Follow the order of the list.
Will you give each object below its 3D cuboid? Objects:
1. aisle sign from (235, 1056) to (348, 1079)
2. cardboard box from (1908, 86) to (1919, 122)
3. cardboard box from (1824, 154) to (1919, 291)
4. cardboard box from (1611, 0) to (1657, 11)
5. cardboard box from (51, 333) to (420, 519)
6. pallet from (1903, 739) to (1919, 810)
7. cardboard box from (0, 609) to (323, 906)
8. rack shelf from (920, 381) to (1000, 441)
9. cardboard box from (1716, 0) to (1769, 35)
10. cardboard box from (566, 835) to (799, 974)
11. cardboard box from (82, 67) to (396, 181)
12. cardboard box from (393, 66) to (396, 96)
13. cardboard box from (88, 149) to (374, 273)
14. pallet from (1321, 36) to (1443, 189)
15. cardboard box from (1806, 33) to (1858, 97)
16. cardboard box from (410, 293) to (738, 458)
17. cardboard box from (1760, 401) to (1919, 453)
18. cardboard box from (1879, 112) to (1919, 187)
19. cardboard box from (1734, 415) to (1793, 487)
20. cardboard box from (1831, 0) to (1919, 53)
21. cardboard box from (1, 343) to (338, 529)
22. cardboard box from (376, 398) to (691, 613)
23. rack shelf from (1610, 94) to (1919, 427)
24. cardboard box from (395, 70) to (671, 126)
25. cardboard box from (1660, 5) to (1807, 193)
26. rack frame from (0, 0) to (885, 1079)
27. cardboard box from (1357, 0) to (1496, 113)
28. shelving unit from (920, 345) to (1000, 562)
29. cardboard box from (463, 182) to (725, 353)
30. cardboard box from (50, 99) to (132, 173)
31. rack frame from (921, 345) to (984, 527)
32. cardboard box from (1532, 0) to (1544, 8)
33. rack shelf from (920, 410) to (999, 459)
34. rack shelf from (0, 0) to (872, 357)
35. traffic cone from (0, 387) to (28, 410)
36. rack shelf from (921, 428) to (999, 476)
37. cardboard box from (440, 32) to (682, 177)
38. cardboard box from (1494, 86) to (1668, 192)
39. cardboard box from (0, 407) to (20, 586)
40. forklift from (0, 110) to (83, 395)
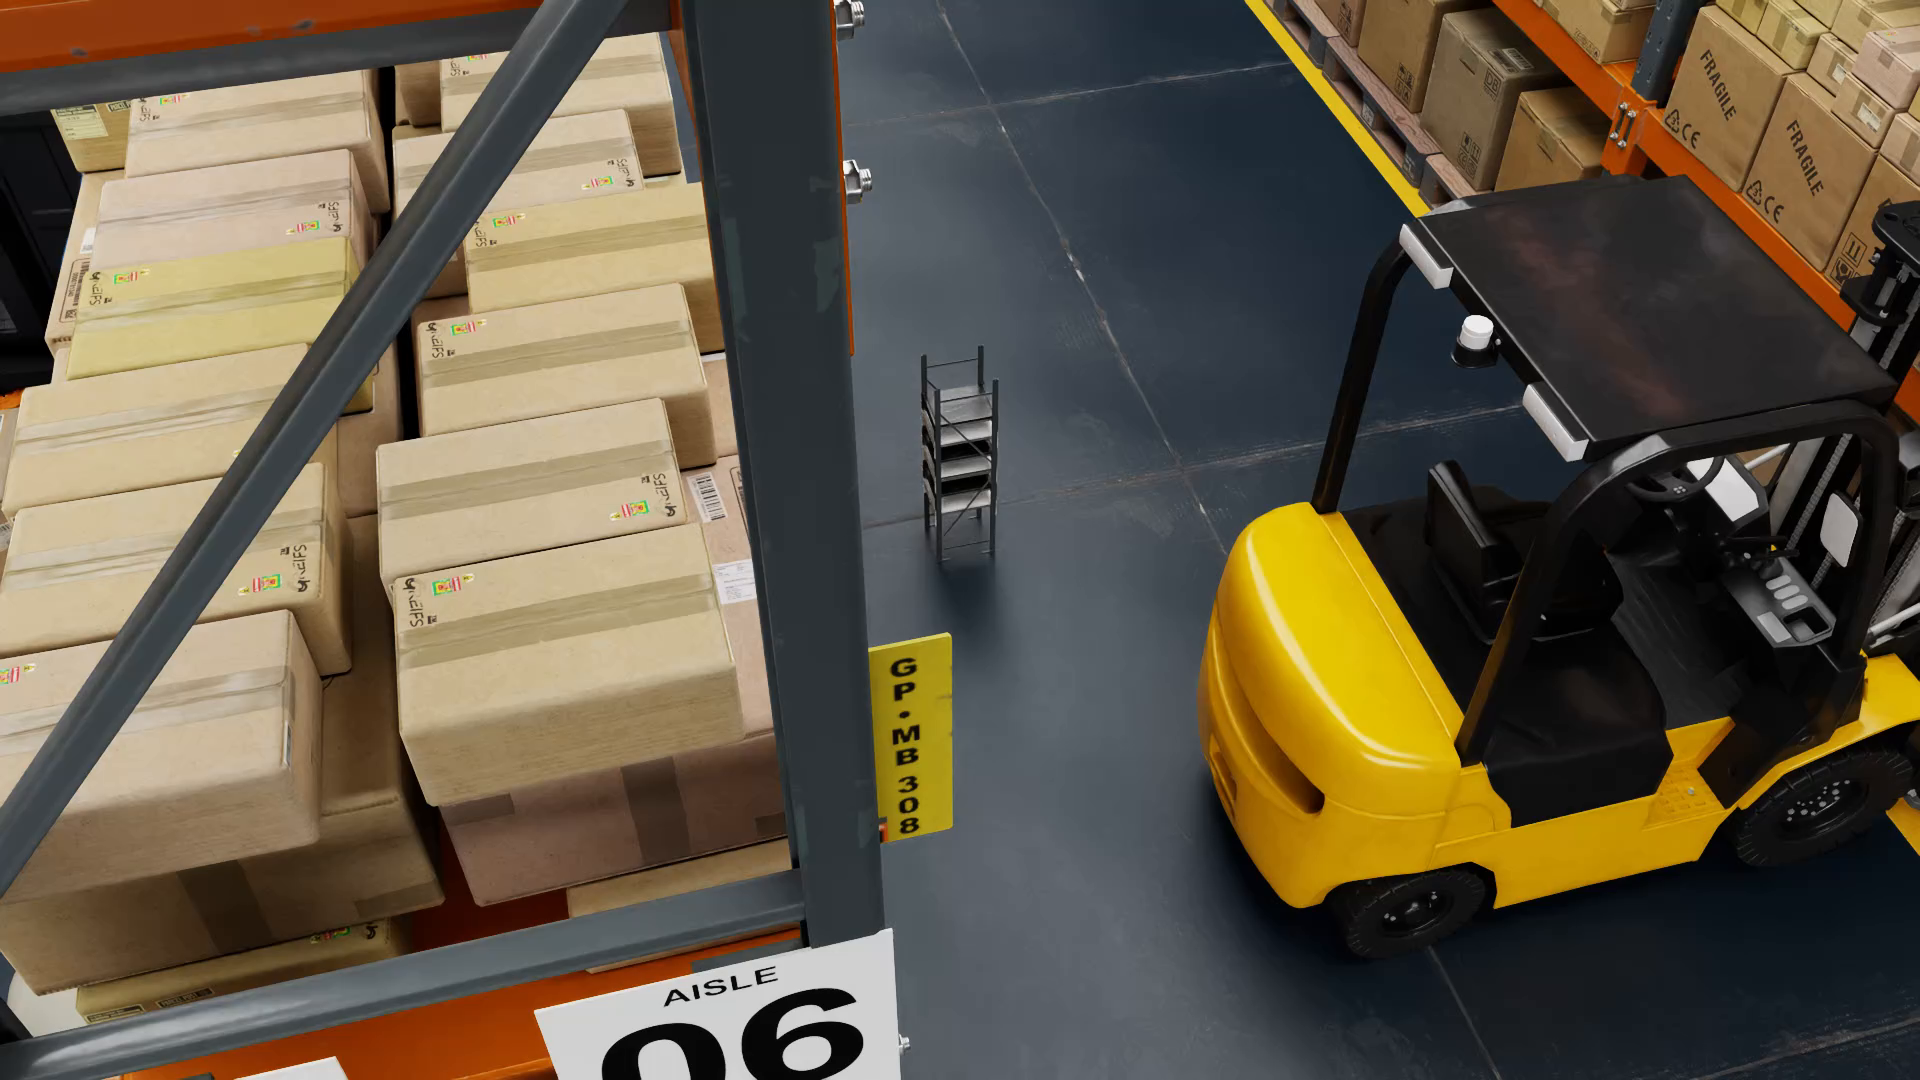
[{"bbox_3d":[-0.846,0.855,1.991,0.394,0.787,0.004,-11,47,-10],"label":"aisle sign"},{"bbox_3d":[3.274,-1.385,5.275,0.380,0.149,0.250,-11,47,-11],"label":"cardboard box"},{"bbox_3d":[3.333,-0.977,5.538,0.500,0.500,0.500,-11,47,-11],"label":"cardboard box"},{"bbox_3d":[2.819,-2.417,6.774,0.500,0.250,0.500,-12,47,-11],"label":"cardboard box"},{"bbox_3d":[-1.088,-0.086,2.531,0.500,0.250,0.500,-11,47,-11],"label":"cardboard box"},{"bbox_3d":[3.671,0.374,6.235,1.003,0.211,1.213,-11,47,-10],"label":"pallet"},{"bbox_3d":[-0.953,0.249,1.923,0.380,0.149,0.250,-10,46,-10],"label":"cardboard box"},{"bbox_3d":[-0.002,-0.486,6.265,0.258,0.077,0.200,-11,47,-10],"label":"rack shelf"},{"bbox_3d":[3.019,-1.996,6.082,0.380,0.149,0.250,-11,47,-11],"label":"cardboard box"},{"bbox_3d":[-0.352,0.419,2.315,0.380,0.149,0.250,-11,47,-10],"label":"cardboard box"},{"bbox_3d":[-1.369,-0.789,3.220,0.500,0.250,0.500,-10,46,-10],"label":"cardboard box"},{"bbox_3d":[-1.496,-1.086,3.789,0.380,0.149,0.250,-12,47,-12],"label":"cardboard box"},{"bbox_3d":[-1.136,-0.464,2.622,0.380,0.149,0.250,-11,47,-10],"label":"cardboard box"},{"bbox_3d":[2.650,-2.372,8.927,1.003,0.211,1.213,-11,47,-10],"label":"pallet"},{"bbox_3d":[3.181,-1.643,5.736,0.380,0.149,0.250,-11,47,-10],"label":"cardboard box"},{"bbox_3d":[-0.572,-0.177,2.620,0.500,0.250,0.500,-11,47,-11],"label":"cardboard box"},{"bbox_3d":[3.272,-0.449,6.021,0.500,0.250,0.500,-9,46,-9],"label":"cardboard box"},{"bbox_3d":[3.238,-1.278,5.378,0.380,0.149,0.250,-11,47,-11],"label":"cardboard box"},{"bbox_3d":[3.266,-0.275,6.200,0.500,0.250,0.500,-11,47,-11],"label":"cardboard box"},{"bbox_3d":[3.215,-1.756,5.638,0.380,0.149,0.250,-11,47,-11],"label":"cardboard box"},{"bbox_3d":[-1.065,-0.109,2.274,0.380,0.149,0.250,-11,47,-11],"label":"cardboard box"},{"bbox_3d":[-0.555,-0.025,2.192,0.380,0.149,0.250,-11,47,-10],"label":"cardboard box"},{"bbox_3d":[3.704,-0.370,5.516,1.077,0.370,4.000,-11,47,-10],"label":"rack shelf"},{"bbox_3d":[-0.841,-0.887,3.315,0.500,0.250,0.500,-10,46,-9],"label":"cardboard box"},{"bbox_3d":[3.053,-1.683,6.229,0.500,0.500,0.500,-12,47,-11],"label":"cardboard box"},{"bbox_3d":[-0.581,-0.430,0.871,1.000,3.000,0.127,-11,47,-10],"label":"rack frame"},{"bbox_3d":[2.662,-2.732,8.696,0.875,0.625,0.625,-12,47,-12],"label":"cardboard box"},{"bbox_3d":[-0.002,-0.321,6.434,0.258,0.900,0.210,-11,47,-10],"label":"shelving unit"},{"bbox_3d":[-0.552,-0.396,2.555,0.380,0.149,0.250,-11,47,-10],"label":"cardboard box"},{"bbox_3d":[-1.379,-0.804,2.955,0.380,0.149,0.250,-10,46,-9],"label":"cardboard box"},{"bbox_3d":[-0.028,-0.391,6.503,0.240,0.900,0.006,-11,47,-10],"label":"rack frame"},{"bbox_3d":[2.676,-2.596,7.299,0.500,0.250,0.500,-11,47,-11],"label":"cardboard box"},{"bbox_3d":[-0.002,-0.423,6.329,0.258,0.077,0.200,-11,47,-10],"label":"rack shelf"},{"bbox_3d":[-1.093,-1.558,2.482,1.077,0.370,4.000,-11,47,-10],"label":"rack shelf"},{"bbox_3d":[-4.317,-0.822,7.231,0.336,0.463,0.334,-11,47,-10],"label":"traffic cone"},{"bbox_3d":[-0.002,-0.360,6.394,0.258,0.077,0.200,-11,47,-10],"label":"rack shelf"},{"bbox_3d":[-0.696,-0.745,2.897,0.380,0.149,0.250,-10,46,-9],"label":"cardboard box"},{"bbox_3d":[3.047,-1.676,7.661,0.875,0.625,0.625,-9,46,-9],"label":"cardboard box"},{"bbox_3d":[-3.318,-0.136,6.003,0.500,0.500,0.500,-11,47,-10],"label":"cardboard box"},{"bbox_3d":[-4.306,-2.030,6.687,3.031,2.935,1.130,-5,46,-5],"label":"forklift"}]
